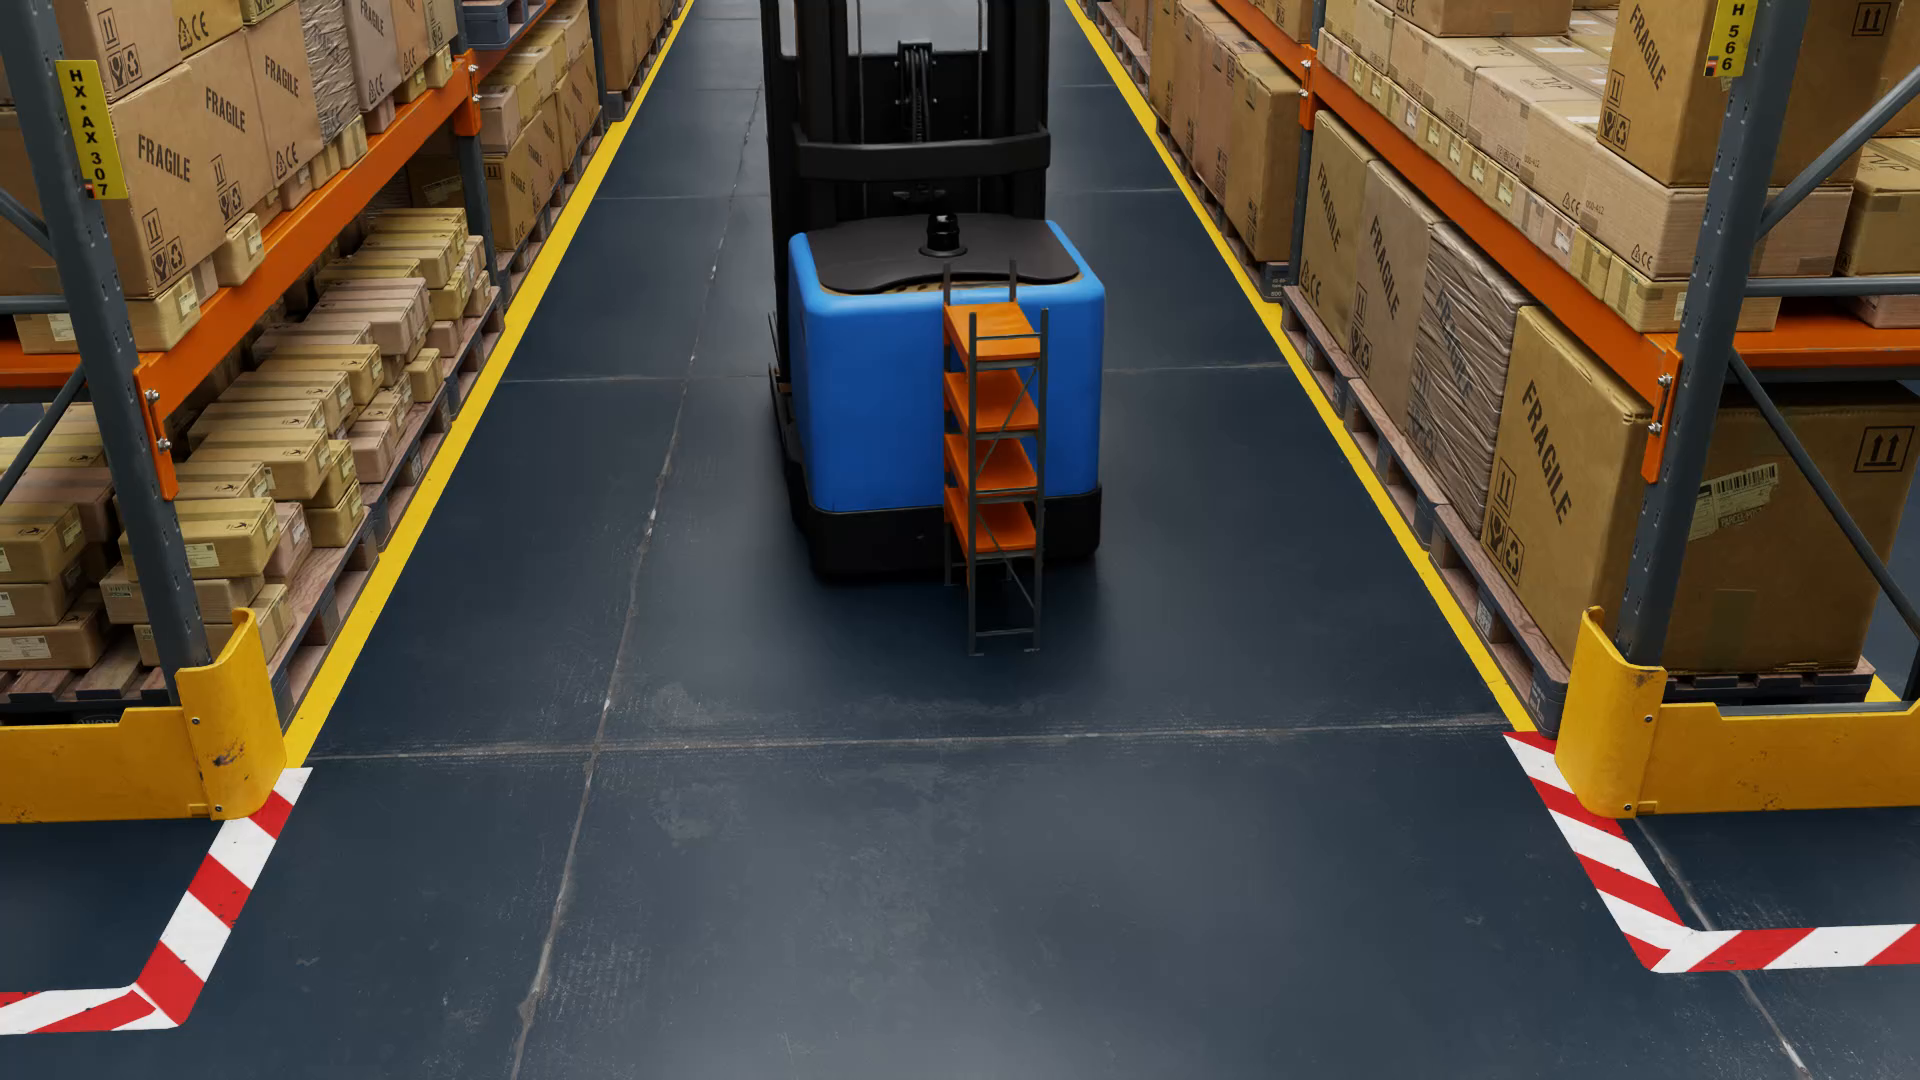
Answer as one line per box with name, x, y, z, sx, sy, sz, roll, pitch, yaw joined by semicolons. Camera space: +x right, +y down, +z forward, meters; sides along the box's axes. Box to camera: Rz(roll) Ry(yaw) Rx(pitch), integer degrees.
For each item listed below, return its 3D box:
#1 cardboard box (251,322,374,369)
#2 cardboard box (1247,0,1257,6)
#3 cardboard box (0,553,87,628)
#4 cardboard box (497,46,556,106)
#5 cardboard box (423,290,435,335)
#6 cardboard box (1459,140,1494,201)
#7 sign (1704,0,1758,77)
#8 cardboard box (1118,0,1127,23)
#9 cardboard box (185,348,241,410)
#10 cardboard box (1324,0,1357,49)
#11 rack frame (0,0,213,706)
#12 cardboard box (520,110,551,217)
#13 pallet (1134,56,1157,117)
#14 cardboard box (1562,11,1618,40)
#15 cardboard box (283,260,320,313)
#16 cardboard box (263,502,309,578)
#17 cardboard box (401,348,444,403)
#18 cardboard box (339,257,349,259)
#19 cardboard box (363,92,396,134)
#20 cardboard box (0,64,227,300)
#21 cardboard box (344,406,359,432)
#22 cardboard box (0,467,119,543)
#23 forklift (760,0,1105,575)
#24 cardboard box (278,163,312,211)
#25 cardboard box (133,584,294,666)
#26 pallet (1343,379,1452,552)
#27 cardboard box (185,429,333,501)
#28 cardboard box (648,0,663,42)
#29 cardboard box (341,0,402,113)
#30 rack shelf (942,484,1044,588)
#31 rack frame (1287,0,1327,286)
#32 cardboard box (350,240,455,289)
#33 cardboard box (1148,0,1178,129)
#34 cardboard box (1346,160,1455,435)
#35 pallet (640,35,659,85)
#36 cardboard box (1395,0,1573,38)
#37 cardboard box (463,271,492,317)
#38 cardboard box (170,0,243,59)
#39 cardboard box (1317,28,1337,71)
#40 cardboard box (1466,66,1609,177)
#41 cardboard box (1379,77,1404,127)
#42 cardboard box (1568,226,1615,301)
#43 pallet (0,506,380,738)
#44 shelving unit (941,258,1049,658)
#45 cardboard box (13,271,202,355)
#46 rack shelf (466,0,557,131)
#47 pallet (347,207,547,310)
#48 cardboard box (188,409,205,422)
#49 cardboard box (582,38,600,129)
cardboard box;-2.475;-0.724;6.380;0.380;0.149;0.250;-1;28;-3
cardboard box;1.809;-3.211;9.054;0.500;0.500;0.500;-2;28;-3
cardboard box;-2.902;0.142;5.040;0.380;0.149;0.250;-2;28;-4
cardboard box;-2.626;-2.653;9.532;0.500;0.250;0.500;0;28;-1
cardboard box;-2.492;-0.964;7.162;0.380;0.149;0.250;-1;28;-2
cardboard box;1.952;-1.276;5.725;0.380;0.149;0.250;-1;28;-2
sign;1.826;-1.252;3.898;0.100;0.325;0.005;-1;28;-3
cardboard box;1.759;-4.763;14.367;0.700;0.500;0.500;-2;28;-3
cardboard box;-2.890;-0.593;6.129;0.380;0.149;0.250;-2;28;-4
cardboard box;1.923;-2.329;7.313;0.500;0.250;0.500;-2;28;-4
rack frame;-2.590;-0.567;4.093;1.000;3.000;0.127;-1;28;-3
cardboard box;-2.602;-2.084;9.250;0.500;0.500;0.500;0;28;0
pallet;1.912;-3.459;12.653;1.003;0.211;1.213;-1;28;-3
cardboard box;2.501;-1.880;6.452;0.500;0.250;0.500;-1;28;-2
cardboard box;-2.934;-1.072;7.046;0.380;0.149;0.250;-2;28;-4
cardboard box;-2.319;0.003;5.307;0.380;0.149;0.250;-2;28;-3
cardboard box;-2.384;-0.685;6.949;0.380;0.149;0.250;-1;28;-3
cardboard box;-2.997;-1.178;7.572;0.380;0.149;0.250;-1;28;-2
cardboard box;-2.441;-1.691;6.520;0.380;0.149;0.250;-3;28;-5
cardboard box;-2.337;-0.957;4.411;0.500;0.500;0.500;0;28;0
cardboard box;-2.489;-0.473;6.221;0.380;0.149;0.250;0;28;0
cardboard box;-2.826;-0.108;5.200;0.380;0.149;0.250;-1;28;-2
forklift;-0.245;-1.837;6.602;1.130;2.935;3.031;-4;28;-9
cardboard box;-2.419;-1.212;5.601;0.380;0.149;0.250;-2;28;-4
cardboard box;-2.298;0.261;5.134;0.380;0.149;0.250;-1;28;-2
pallet;2.188;-0.333;6.660;1.003;0.211;1.213;-1;28;-3
cardboard box;-2.298;-0.247;5.465;0.380;0.149;0.250;-1;28;-3
cardboard box;-3.048;-4.567;13.741;1.050;0.750;0.750;-1;28;-3
cardboard box;-2.441;-1.904;6.227;0.500;0.500;0.500;-2;28;-3
rack shelf;0.106;-0.029;5.583;0.258;0.148;0.480;-4;28;-9
rack frame;2.160;-2.487;7.775;1.000;3.000;0.127;-1;28;-3
cardboard box;-2.447;-1.210;7.312;0.380;0.149;0.250;-2;28;-3
cardboard box;1.966;-3.259;11.099;1.225;0.875;0.875;-3;28;-5
cardboard box;2.161;-1.009;6.784;0.875;0.875;0.875;-1;28;-3
pallet;-3.034;-3.953;13.600;1.003;0.211;1.213;-1;28;-3
cardboard box;1.979;-2.190;6.234;0.500;0.500;0.500;-2;28;-4
cardboard box;-2.438;-1.163;7.865;0.380;0.149;0.250;-1;28;-2
cardboard box;-2.381;-1.633;4.626;0.500;0.500;0.500;-1;28;-1
cardboard box;1.843;-2.231;7.556;0.380;0.149;0.250;-1;28;-3
cardboard box;2.025;-1.392;5.516;0.500;0.250;0.500;-2;28;-4
cardboard box;1.900;-1.749;6.630;0.380;0.149;0.250;-2;28;-3
cardboard box;2.006;-0.805;4.821;0.380;0.149;0.250;-1;28;-2
pallet;-2.601;0.259;5.526;1.003;0.211;1.213;-1;28;-3
shelving unit;0.106;-0.265;5.460;0.258;1.200;0.503;-4;28;-9
cardboard box;-2.279;-0.613;4.453;0.380;0.149;0.250;-2;28;-3
rack shelf;-2.903;-3.019;9.572;1.077;0.370;4.000;-1;28;-3
pallet;-2.841;-1.537;8.969;1.003;0.211;1.213;-1;28;-3
cardboard box;-2.966;-0.455;6.186;0.380;0.149;0.250;0;28;0
cardboard box;-2.712;-3.041;11.087;0.500;0.500;0.500;-2;28;-3
